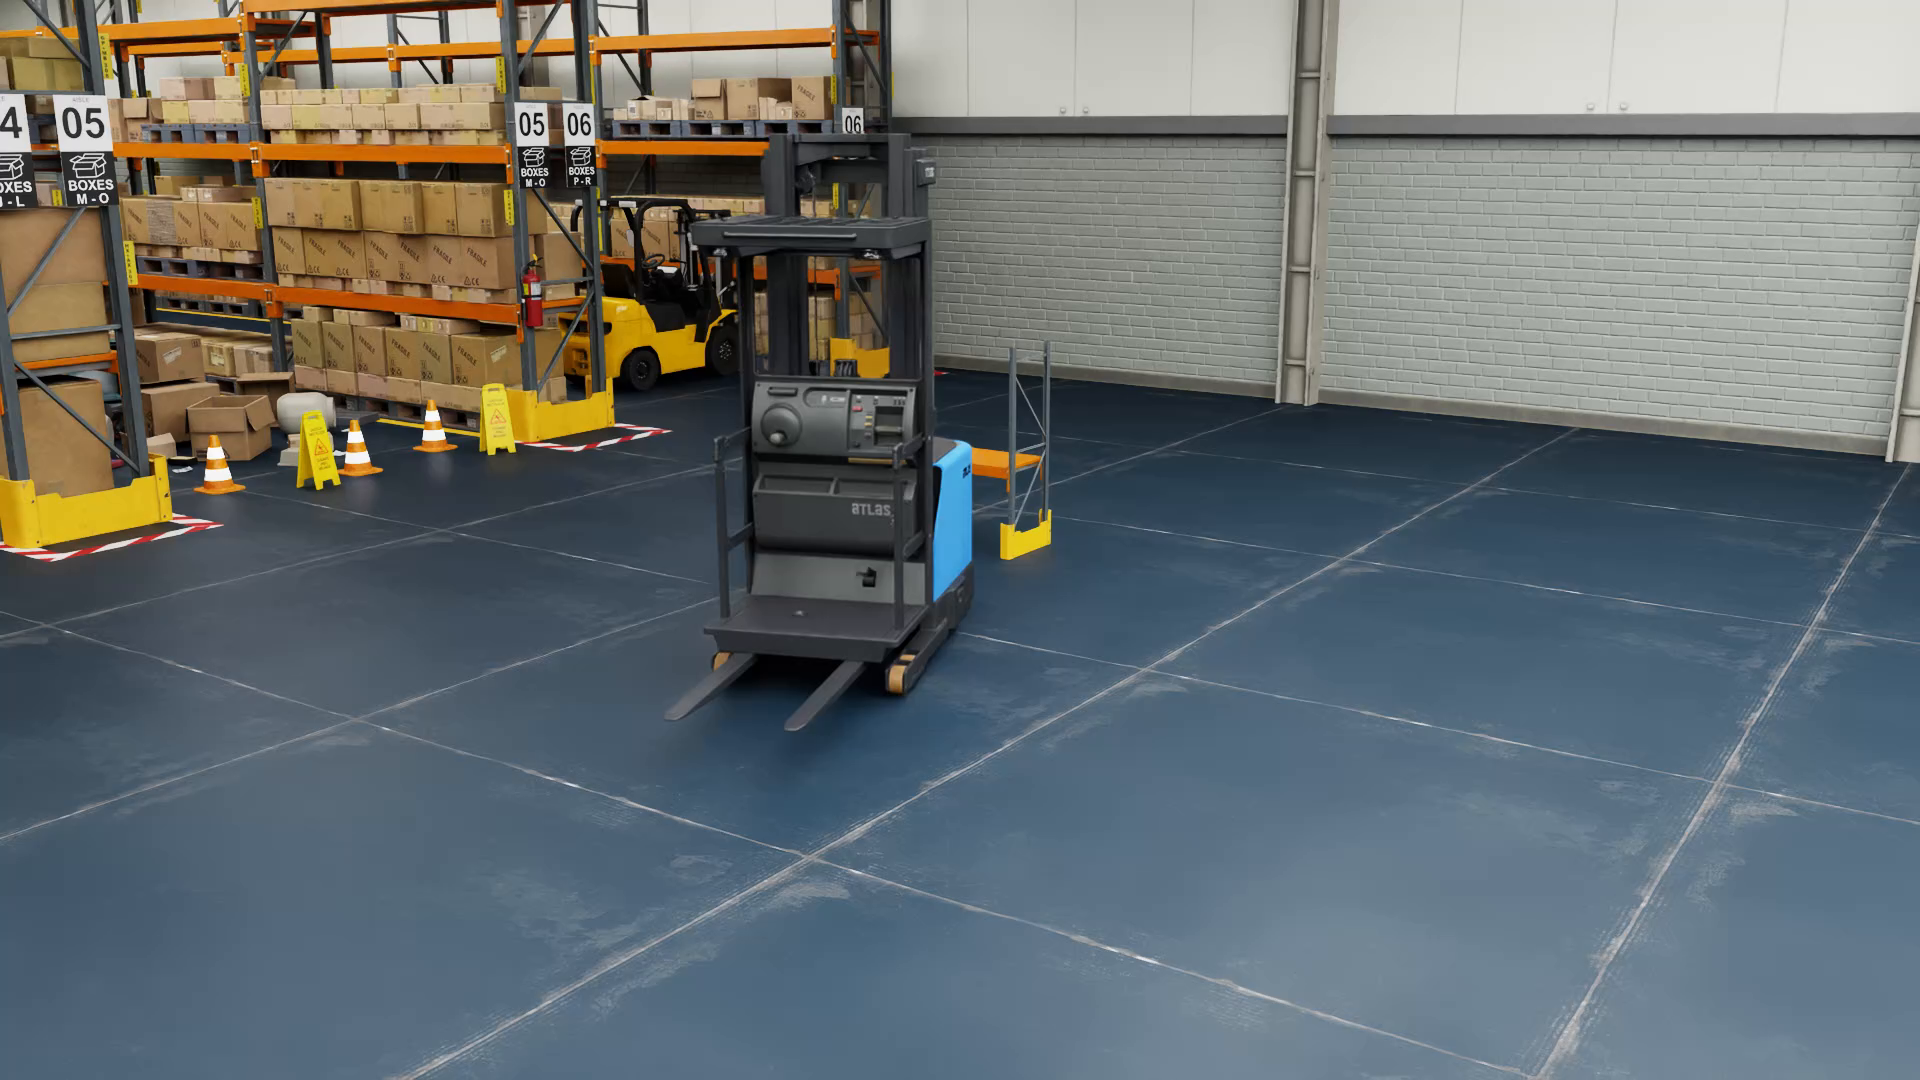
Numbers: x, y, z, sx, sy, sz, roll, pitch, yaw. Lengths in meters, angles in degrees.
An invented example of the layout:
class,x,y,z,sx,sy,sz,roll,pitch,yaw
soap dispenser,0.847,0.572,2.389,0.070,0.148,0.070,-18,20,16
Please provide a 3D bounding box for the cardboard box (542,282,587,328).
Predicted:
class,x,y,z,sx,sy,sz,roll,pitch,yaw
cardboard box,-5.554,-3.279,23.393,0.625,0.625,0.875,9,17,32

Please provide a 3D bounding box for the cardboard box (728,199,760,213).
class,x,y,z,sx,sy,sz,roll,pitch,yaw
cardboard box,-2.685,-4.183,20.800,0.250,0.149,0.380,10,17,34

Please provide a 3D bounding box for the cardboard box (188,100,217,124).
class,x,y,z,sx,sy,sz,roll,pitch,yaw
cardboard box,-8.224,-4.769,18.543,0.500,0.250,0.500,9,17,33

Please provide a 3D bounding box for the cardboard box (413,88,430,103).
class,x,y,z,sx,sy,sz,roll,pitch,yaw
cardboard box,-5.163,-4.387,16.422,0.250,0.149,0.380,9,17,33

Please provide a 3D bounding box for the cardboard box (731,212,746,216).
class,x,y,z,sx,sy,sz,roll,pitch,yaw
cardboard box,-2.678,-4.039,20.839,0.250,0.149,0.380,9,17,33

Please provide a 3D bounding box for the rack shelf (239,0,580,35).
class,x,y,z,sx,sy,sz,roll,pitch,yaw
rack shelf,-5.582,-5.357,16.741,4.000,0.370,1.077,9,17,33

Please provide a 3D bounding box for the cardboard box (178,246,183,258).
class,x,y,z,sx,sy,sz,roll,pitch,yaw
cardboard box,-8.823,-3.355,19.284,0.250,0.149,0.380,9,16,31

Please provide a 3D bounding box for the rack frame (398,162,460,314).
class,x,y,z,sx,sy,sz,roll,pitch,yaw
rack frame,-7.794,-4.591,24.625,0.127,3.000,1.000,9,17,33

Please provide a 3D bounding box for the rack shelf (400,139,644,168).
class,x,y,z,sx,sy,sz,roll,pitch,yaw
rack shelf,-6.134,-5.429,23.268,4.000,0.370,1.077,9,17,33

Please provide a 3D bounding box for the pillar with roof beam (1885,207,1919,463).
class,x,y,z,sx,sy,sz,roll,pitch,yaw
pillar with roof beam,6.324,-4.235,10.705,0.400,9.000,9.100,9,17,33

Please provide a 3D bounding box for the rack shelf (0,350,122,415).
class,x,y,z,sx,sy,sz,roll,pitch,yaw
rack shelf,-8.261,-1.446,13.419,4.000,0.370,1.077,9,17,33

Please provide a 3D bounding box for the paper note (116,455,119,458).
class,x,y,z,sx,sy,sz,roll,pitch,yaw
paper note,-7.772,-0.801,15.512,0.172,0.023,0.155,-10,17,-35

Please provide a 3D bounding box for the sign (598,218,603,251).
class,x,y,z,sx,sy,sz,roll,pitch,yaw
sign,-3.620,-3.056,16.624,0.005,0.325,0.100,9,17,33

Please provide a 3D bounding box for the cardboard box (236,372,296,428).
class,x,y,z,sx,sy,sz,roll,pitch,yaw
cardboard box,-7.112,-1.437,17.082,0.500,0.500,0.500,-4,14,-16

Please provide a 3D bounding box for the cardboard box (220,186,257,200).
class,x,y,z,sx,sy,sz,roll,pitch,yaw
cardboard box,-8.394,-4.034,19.327,0.250,0.149,0.380,10,17,36

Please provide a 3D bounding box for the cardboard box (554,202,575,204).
class,x,y,z,sx,sy,sz,roll,pitch,yaw
cardboard box,-5.463,-4.656,23.332,0.250,0.149,0.380,9,17,33

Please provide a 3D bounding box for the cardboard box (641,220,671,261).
class,x,y,z,sx,sy,sz,roll,pitch,yaw
cardboard box,-3.811,-3.925,21.727,0.500,0.500,0.500,10,17,34

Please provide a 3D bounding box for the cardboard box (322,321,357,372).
class,x,y,z,sx,sy,sz,roll,pitch,yaw
cardboard box,-6.452,-2.095,17.830,0.500,0.500,0.500,10,17,35

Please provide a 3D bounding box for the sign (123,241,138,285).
class,x,y,z,sx,sy,sz,roll,pitch,yaw
sign,-6.287,-2.096,12.580,0.005,0.325,0.100,9,17,33

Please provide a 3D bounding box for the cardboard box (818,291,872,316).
class,x,y,z,sx,sy,sz,roll,pitch,yaw
cardboard box,-1.449,-2.974,20.864,0.500,0.250,0.500,9,16,32

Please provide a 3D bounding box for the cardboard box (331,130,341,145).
class,x,y,z,sx,sy,sz,roll,pitch,yaw
cardboard box,-6.266,-4.170,17.208,0.250,0.149,0.380,9,16,31

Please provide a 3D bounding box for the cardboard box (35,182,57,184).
class,x,y,z,sx,sy,sz,roll,pitch,yaw
cardboard box,-11.566,-4.219,20.834,0.500,0.500,0.500,10,17,34

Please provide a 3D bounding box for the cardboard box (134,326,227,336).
class,x,y,z,sx,sy,sz,roll,pitch,yaw
cardboard box,-9.481,-2.354,20.183,0.625,0.372,0.950,9,16,32

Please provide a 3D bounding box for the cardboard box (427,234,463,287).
class,x,y,z,sx,sy,sz,roll,pitch,yaw
cardboard box,-4.940,-2.806,16.590,0.500,0.500,0.500,9,17,33

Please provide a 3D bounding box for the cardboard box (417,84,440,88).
class,x,y,z,sx,sy,sz,roll,pitch,yaw
cardboard box,-7.329,-6.202,23.601,0.500,0.500,0.500,9,17,33

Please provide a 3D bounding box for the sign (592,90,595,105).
class,x,y,z,sx,sy,sz,roll,pitch,yaw
sign,-4.769,-5.804,21.555,0.005,0.325,0.100,9,17,33

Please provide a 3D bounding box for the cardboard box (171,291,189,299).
class,x,y,z,sx,sy,sz,roll,pitch,yaw
cardboard box,-12.907,-4.340,27.940,0.500,0.500,0.500,10,17,34

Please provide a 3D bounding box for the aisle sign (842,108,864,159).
class,x,y,z,sx,sy,sz,roll,pitch,yaw
aisle sign,-1.265,-4.712,19.707,0.004,0.787,0.394,9,17,33

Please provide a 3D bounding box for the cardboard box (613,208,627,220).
class,x,y,z,sx,sy,sz,roll,pitch,yaw
cardboard box,-4.357,-4.322,21.984,0.250,0.149,0.380,9,16,32

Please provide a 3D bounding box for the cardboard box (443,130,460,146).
class,x,y,z,sx,sy,sz,roll,pitch,yaw
cardboard box,-4.801,-3.923,16.209,0.250,0.149,0.380,10,17,34

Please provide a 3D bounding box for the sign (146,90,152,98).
class,x,y,z,sx,sy,sz,roll,pitch,yaw
sign,-14.106,-7.657,28.928,0.005,0.325,0.100,9,17,33

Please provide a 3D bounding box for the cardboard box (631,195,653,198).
class,x,y,z,sx,sy,sz,roll,pitch,yaw
cardboard box,-4.098,-4.446,21.866,0.250,0.149,0.380,9,17,34

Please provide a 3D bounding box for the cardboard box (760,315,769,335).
class,x,y,z,sx,sy,sz,roll,pitch,yaw
cardboard box,-2.144,-2.702,20.803,0.500,0.250,0.500,9,17,32

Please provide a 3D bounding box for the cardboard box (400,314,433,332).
class,x,y,z,sx,sy,sz,roll,pitch,yaw
cardboard box,-5.500,-2.237,17.055,0.250,0.149,0.380,10,17,35

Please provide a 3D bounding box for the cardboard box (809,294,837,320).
class,x,y,z,sx,sy,sz,roll,pitch,yaw
cardboard box,-1.712,-2.872,20.449,0.500,0.250,0.500,10,17,35

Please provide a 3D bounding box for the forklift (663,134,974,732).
class,x,y,z,sx,sy,sz,roll,pitch,yaw
forklift,-0.746,-0.686,8.995,1.130,2.935,3.031,3,14,13

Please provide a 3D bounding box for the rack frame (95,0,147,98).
class,x,y,z,sx,sy,sz,roll,pitch,yaw
rack frame,-14.432,-8.576,28.238,0.127,3.000,1.000,9,17,33

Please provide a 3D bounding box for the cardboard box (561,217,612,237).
class,x,y,z,sx,sy,sz,roll,pitch,yaw
cardboard box,-5.025,-4.239,22.476,0.500,0.250,0.500,9,16,32

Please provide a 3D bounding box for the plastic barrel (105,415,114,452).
class,x,y,z,sx,sy,sz,roll,pitch,yaw
plastic barrel,-8.123,-0.967,15.347,0.512,0.421,0.421,-4,14,-16

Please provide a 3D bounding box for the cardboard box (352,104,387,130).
class,x,y,z,sx,sy,sz,roll,pitch,yaw
cardboard box,-5.768,-4.274,16.796,0.500,0.250,0.500,9,17,33

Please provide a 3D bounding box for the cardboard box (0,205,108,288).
class,x,y,z,sx,sy,sz,roll,pitch,yaw
cardboard box,-6.888,-2.181,12.334,0.550,0.550,0.875,9,17,33

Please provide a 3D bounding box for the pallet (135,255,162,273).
class,x,y,z,sx,sy,sz,roll,pitch,yaw
pallet,-9.910,-3.433,20.348,1.003,0.211,1.213,9,17,33

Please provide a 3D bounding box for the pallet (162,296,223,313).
class,x,y,z,sx,sy,sz,roll,pitch,yaw
pallet,-12.699,-4.029,28.160,1.213,0.211,1.003,9,17,33

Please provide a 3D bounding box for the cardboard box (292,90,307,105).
class,x,y,z,sx,sy,sz,roll,pitch,yaw
cardboard box,-6.717,-4.612,17.331,0.250,0.149,0.380,9,16,31

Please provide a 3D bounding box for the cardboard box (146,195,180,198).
class,x,y,z,sx,sy,sz,roll,pitch,yaw
cardboard box,-9.593,-3.924,20.233,0.500,0.500,0.500,9,16,32

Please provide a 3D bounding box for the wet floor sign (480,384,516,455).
class,x,y,z,sx,sy,sz,roll,pitch,yaw
wet floor sign,-4.362,-1.146,15.609,0.267,0.644,0.232,-10,17,-35

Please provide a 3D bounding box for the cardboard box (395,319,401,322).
class,x,y,z,sx,sy,sz,roll,pitch,yaw
cardboard box,-5.754,-2.135,17.994,0.500,0.500,0.500,10,17,36

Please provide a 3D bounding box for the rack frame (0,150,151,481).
class,x,y,z,sx,sy,sz,roll,pitch,yaw
rack frame,-6.602,-1.527,12.249,0.127,3.000,1.000,9,17,33

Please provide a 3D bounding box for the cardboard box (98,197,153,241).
class,x,y,z,sx,sy,sz,roll,pitch,yaw
cardboard box,-9.880,-3.822,19.820,0.500,0.500,0.500,10,17,36

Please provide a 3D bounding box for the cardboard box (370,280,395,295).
class,x,y,z,sx,sy,sz,roll,pitch,yaw
cardboard box,-5.879,-2.634,17.245,0.250,0.149,0.380,9,17,33

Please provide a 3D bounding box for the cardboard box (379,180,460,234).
class,x,y,z,sx,sy,sz,roll,pitch,yaw
cardboard box,-5.365,-3.348,16.698,0.500,0.500,0.700,9,16,32

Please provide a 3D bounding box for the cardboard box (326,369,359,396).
class,x,y,z,sx,sy,sz,roll,pitch,yaw
cardboard box,-6.454,-1.731,17.921,0.500,0.250,0.500,10,17,36

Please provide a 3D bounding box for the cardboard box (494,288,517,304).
class,x,y,z,sx,sy,sz,roll,pitch,yaw
cardboard box,-4.352,-2.413,16.352,0.250,0.149,0.380,10,17,35

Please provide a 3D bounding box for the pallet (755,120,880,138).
class,x,y,z,sx,sy,sz,roll,pitch,yaw
pallet,-1.728,-5.031,20.345,1.213,0.211,1.003,9,17,33

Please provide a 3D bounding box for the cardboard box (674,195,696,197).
class,x,y,z,sx,sy,sz,roll,pitch,yaw
cardboard box,-3.629,-4.505,22.101,0.250,0.149,0.380,9,17,32

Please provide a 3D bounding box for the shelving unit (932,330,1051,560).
class,x,y,z,sx,sy,sz,roll,pitch,yaw
shelving unit,0.063,-0.718,12.102,1.083,1.500,0.587,9,17,33

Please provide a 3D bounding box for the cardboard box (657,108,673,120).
class,x,y,z,sx,sy,sz,roll,pitch,yaw
cardboard box,-3.634,-5.417,21.161,0.250,0.149,0.380,10,17,34
